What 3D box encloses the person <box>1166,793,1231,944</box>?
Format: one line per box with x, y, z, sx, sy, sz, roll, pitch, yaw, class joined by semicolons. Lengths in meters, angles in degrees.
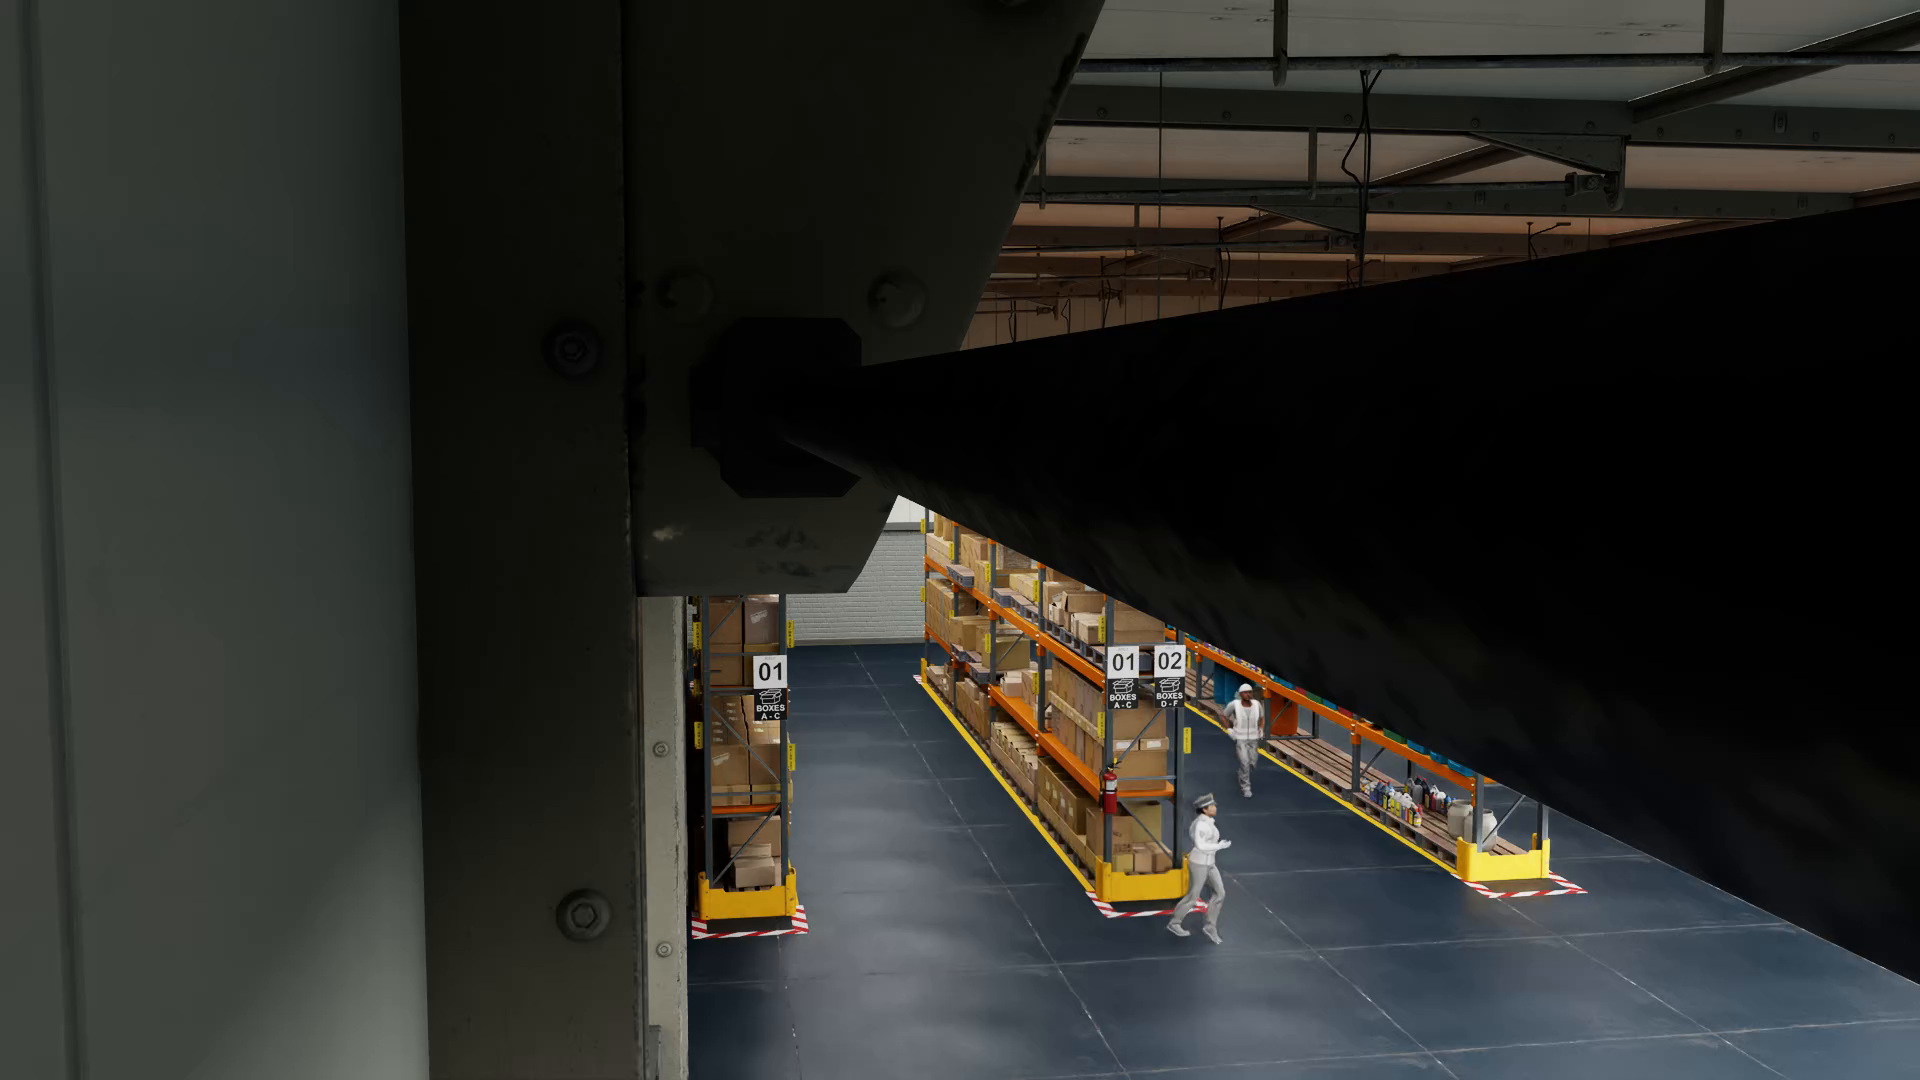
2.802;3.802;19.312;0.721;1.751;0.613;2;5;22;person

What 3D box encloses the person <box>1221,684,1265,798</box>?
4.492;3.142;26.337;0.694;1.764;0.748;-1;5;-11;person
